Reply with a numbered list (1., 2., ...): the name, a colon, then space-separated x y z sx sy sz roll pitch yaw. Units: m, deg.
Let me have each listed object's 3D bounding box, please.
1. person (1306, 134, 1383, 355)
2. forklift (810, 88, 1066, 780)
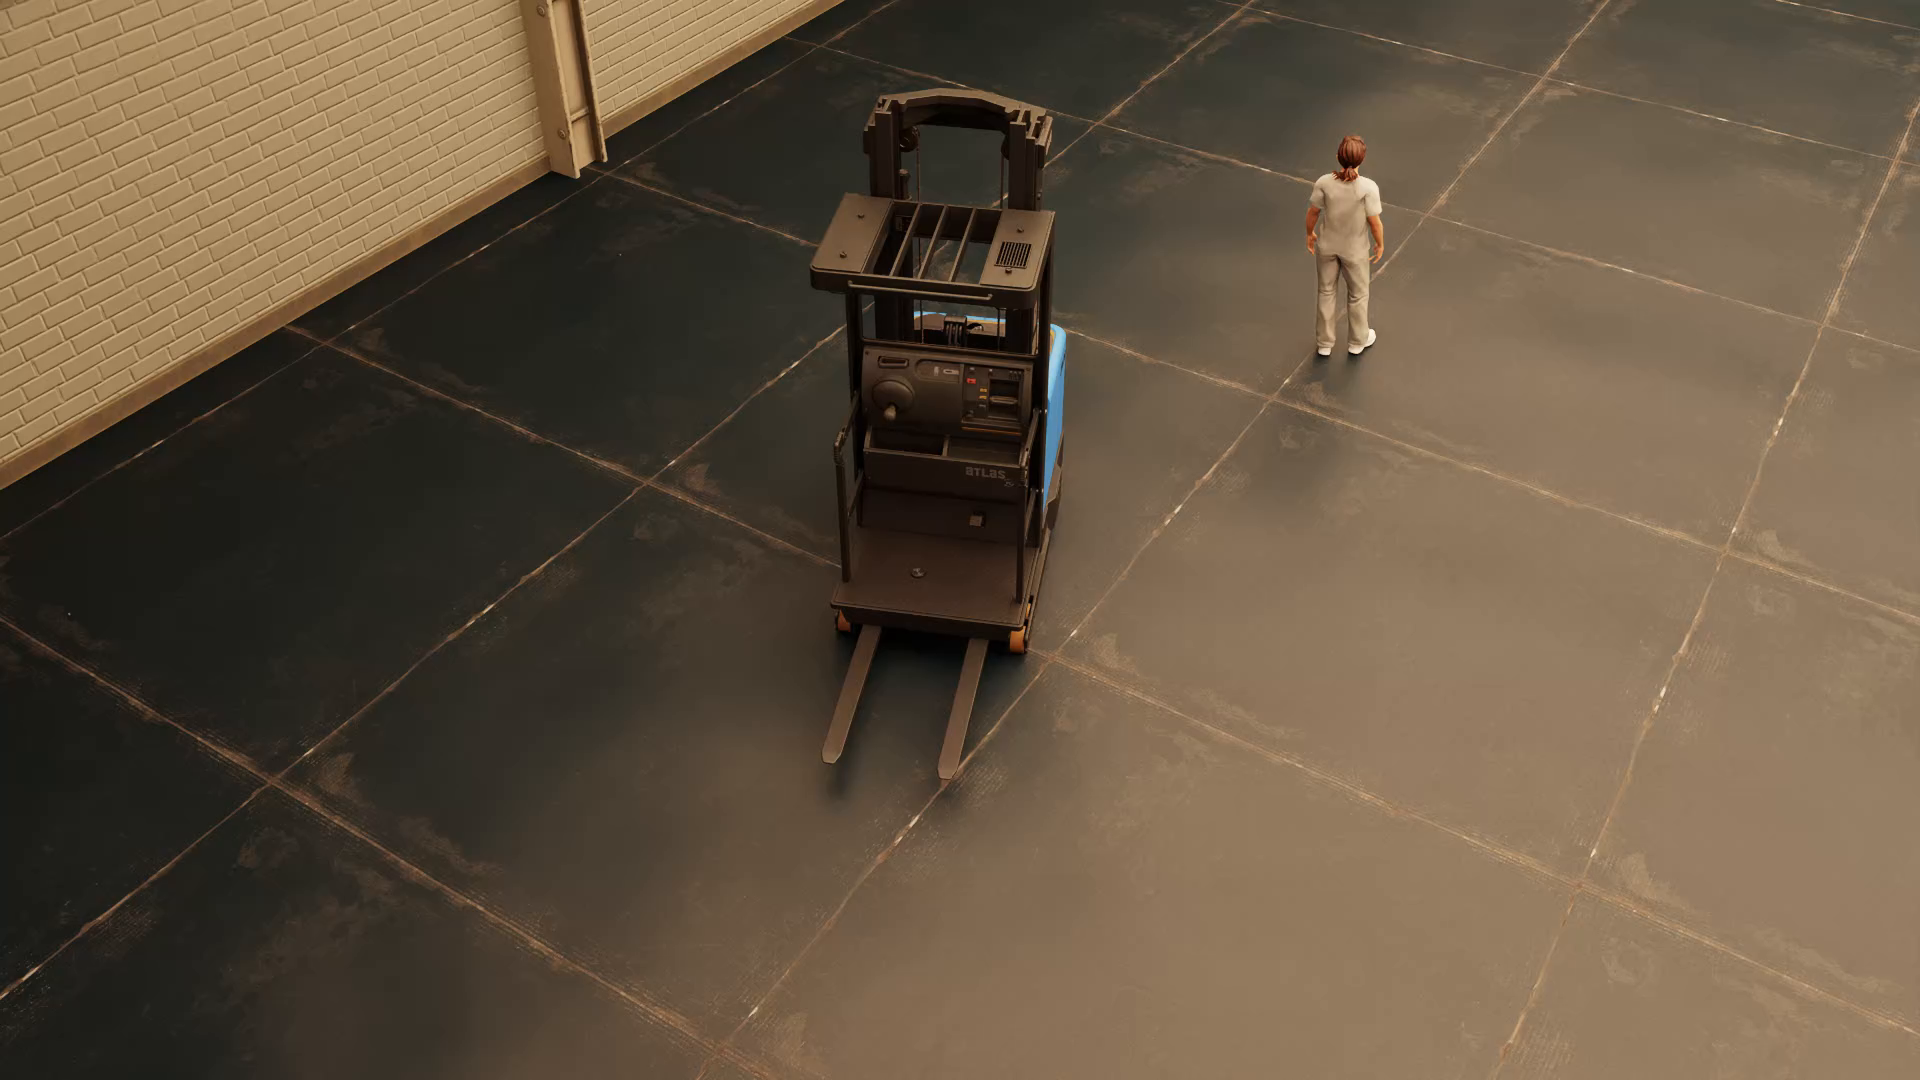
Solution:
1. person: 2.626 -2.017 11.307 0.551 1.674 0.549 18 43 20
2. forklift: -0.108 -0.731 8.830 1.130 2.935 3.031 7 41 8
